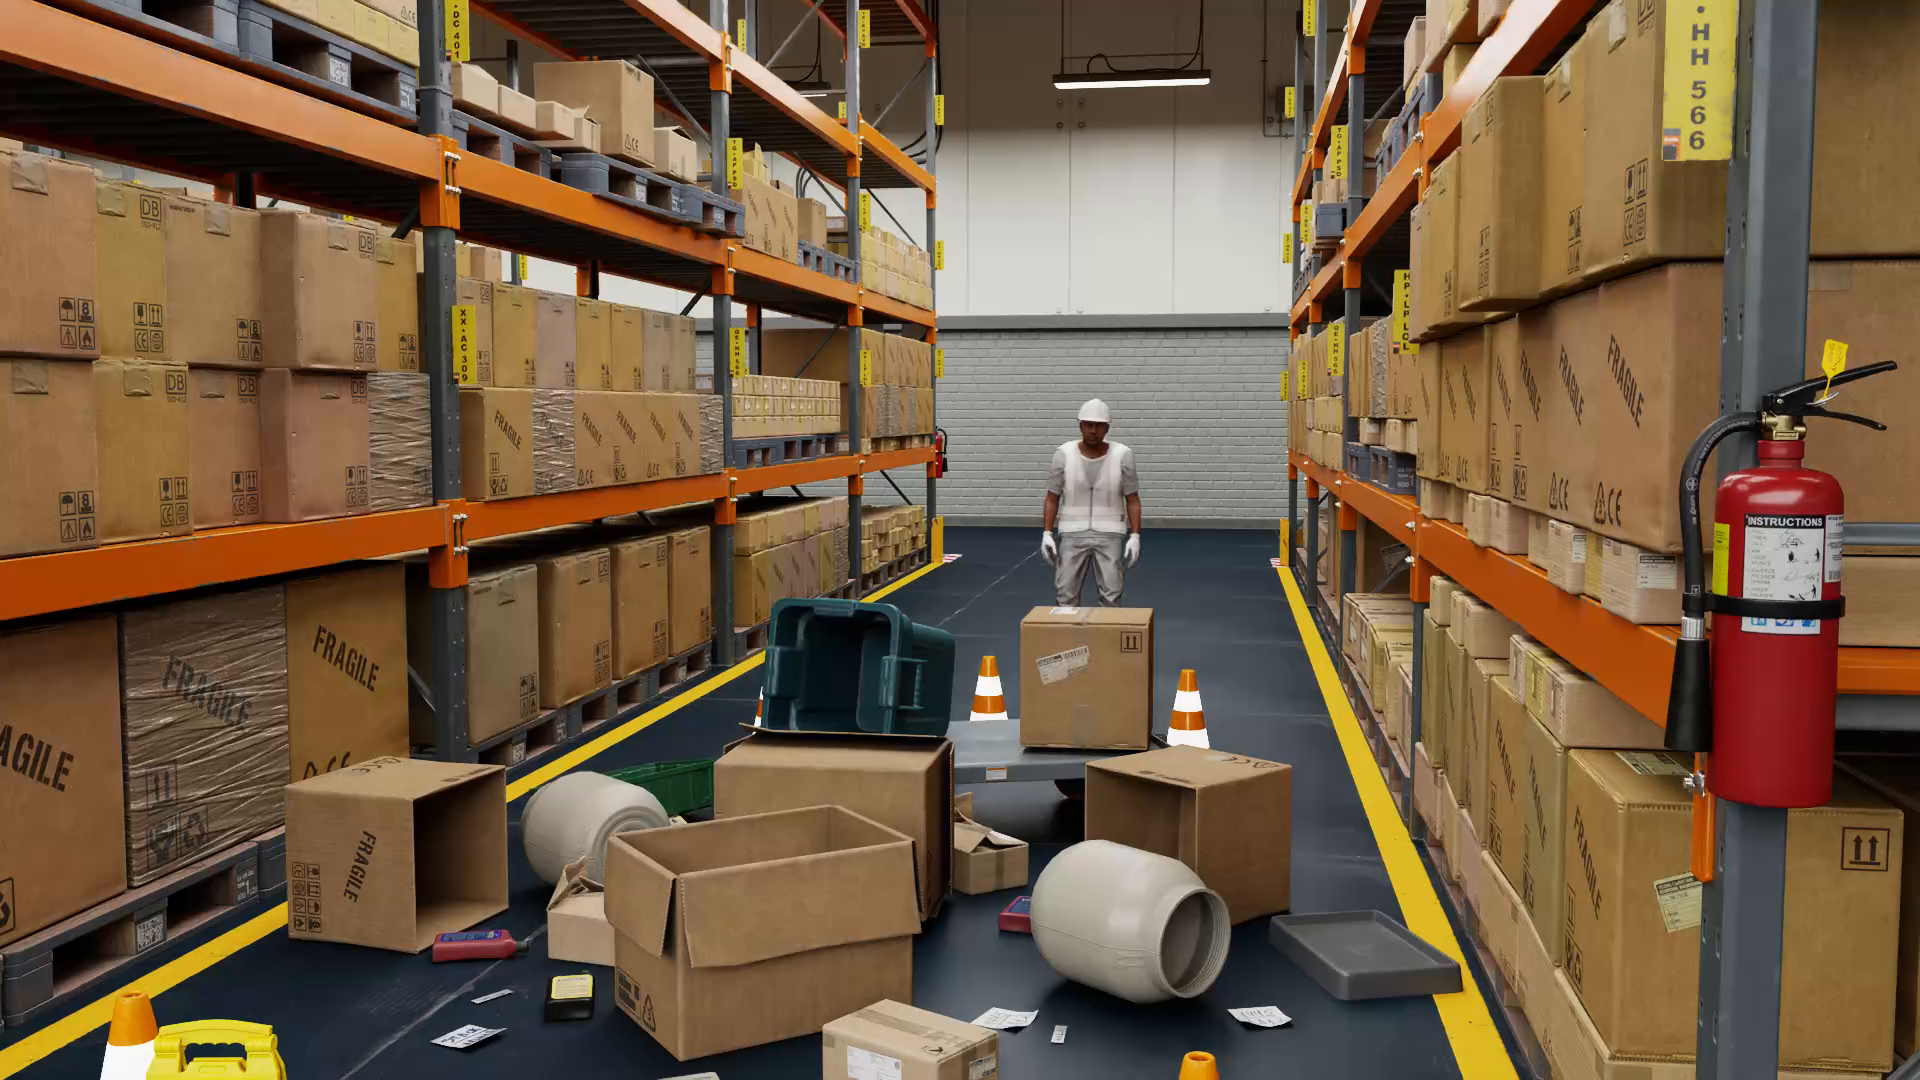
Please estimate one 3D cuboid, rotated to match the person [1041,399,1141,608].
[{"bbox_3d":[0.821,0.008,10.412,0.622,1.773,0.453,1,4,8],"label":"person"}]
